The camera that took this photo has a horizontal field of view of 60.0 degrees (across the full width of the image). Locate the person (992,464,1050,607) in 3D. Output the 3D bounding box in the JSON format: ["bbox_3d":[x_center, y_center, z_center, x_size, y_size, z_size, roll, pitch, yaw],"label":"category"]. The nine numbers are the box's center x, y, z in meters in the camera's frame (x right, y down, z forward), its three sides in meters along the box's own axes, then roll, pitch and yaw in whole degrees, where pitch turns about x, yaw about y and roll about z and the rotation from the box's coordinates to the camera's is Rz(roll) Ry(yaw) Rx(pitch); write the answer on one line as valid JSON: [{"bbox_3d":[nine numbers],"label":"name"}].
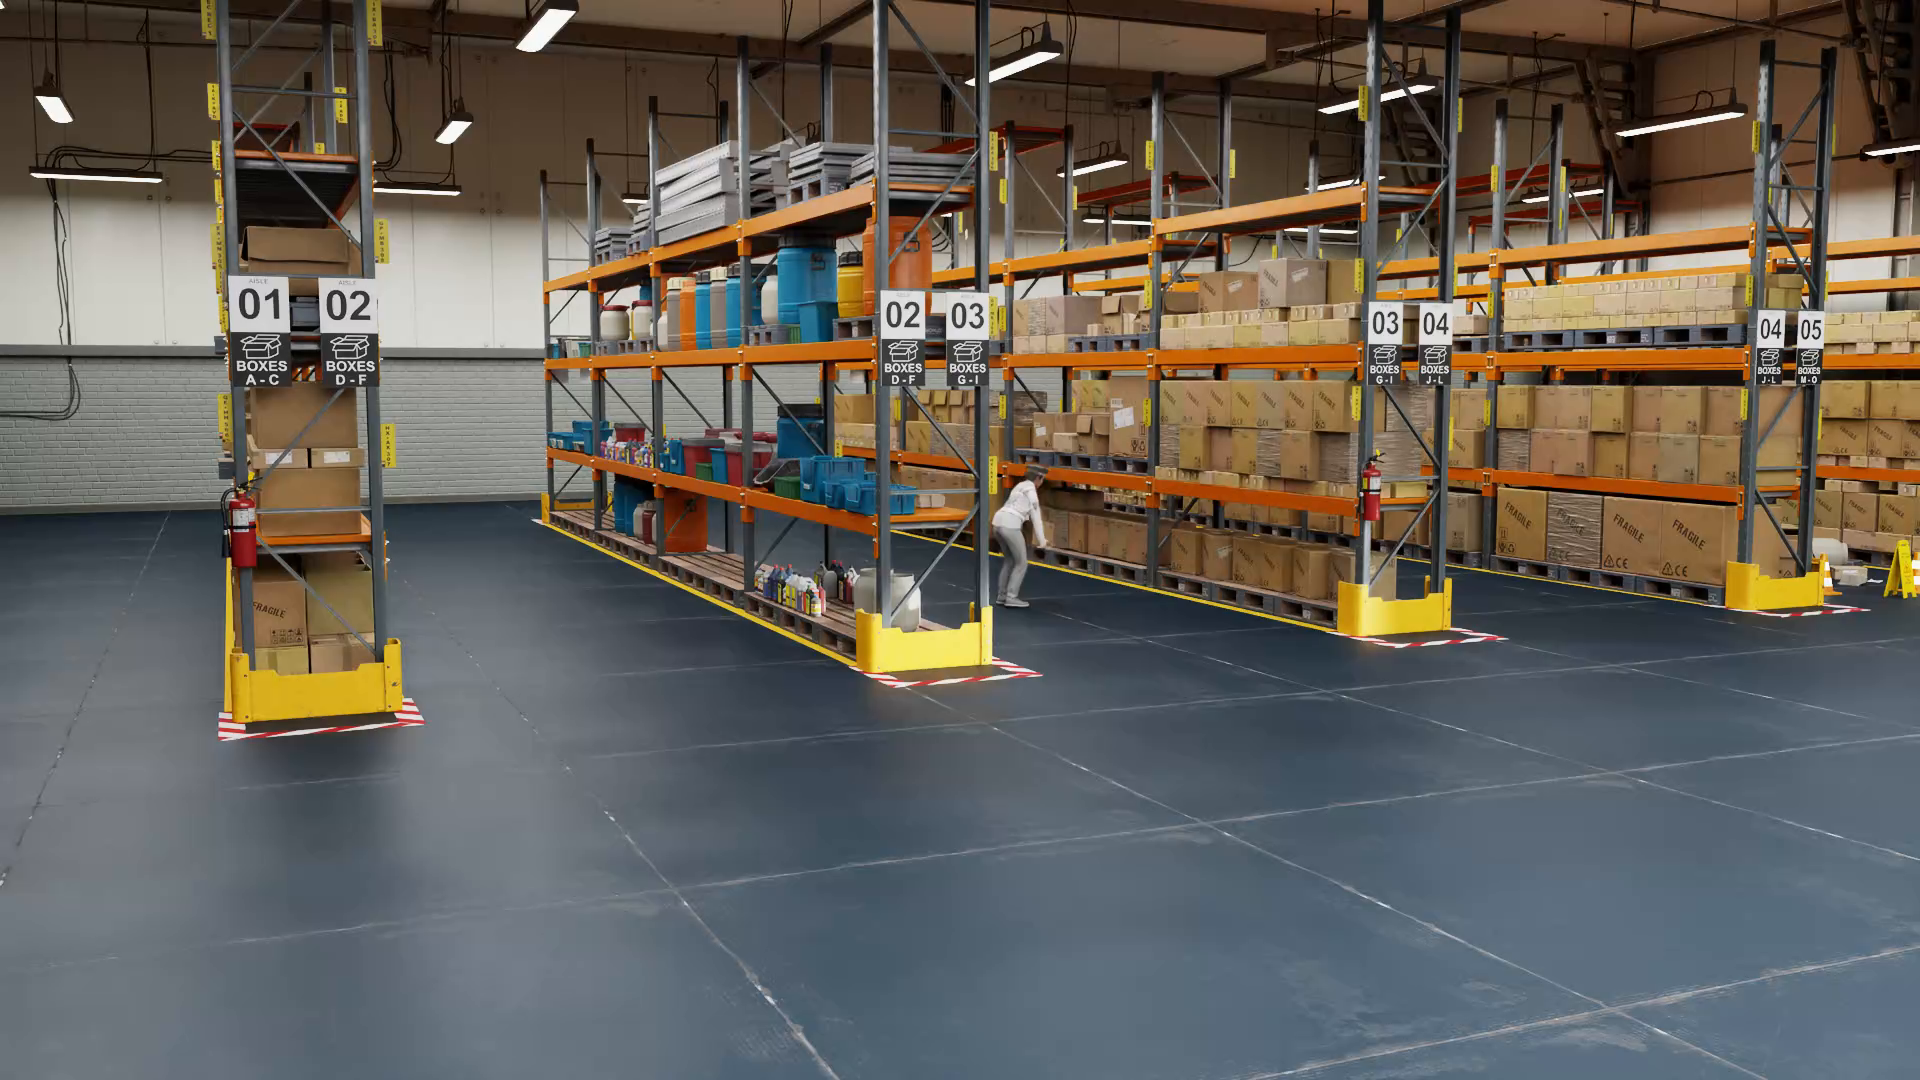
[{"bbox_3d":[0.668,-0.053,18.189,0.649,1.551,0.412,-3,6,-25],"label":"person"}]
